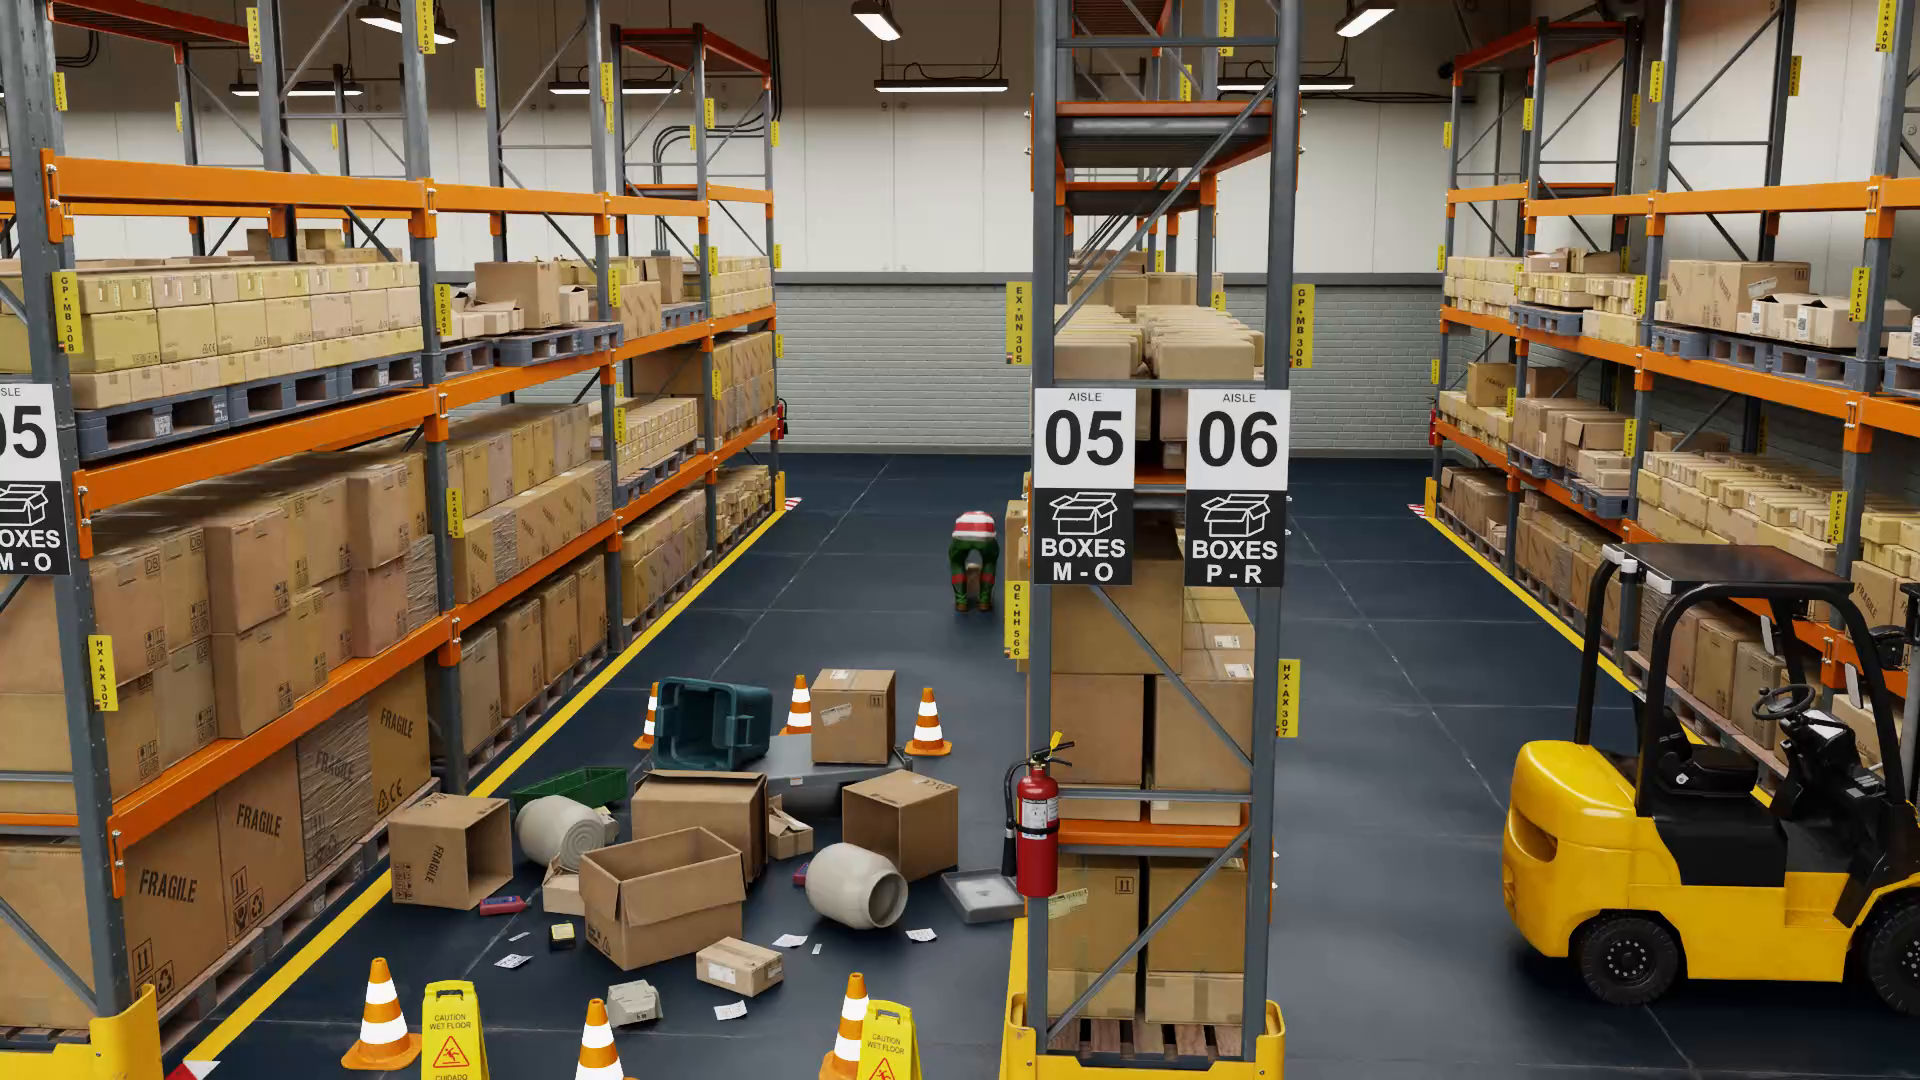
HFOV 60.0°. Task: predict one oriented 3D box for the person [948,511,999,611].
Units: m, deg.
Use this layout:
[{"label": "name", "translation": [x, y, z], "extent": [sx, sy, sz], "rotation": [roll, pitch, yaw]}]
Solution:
[{"label": "person", "translation": [0.142, 0.171, 17.047], "extent": [0.522, 1.010, 0.952], "rotation": [0, 11, 1]}]
